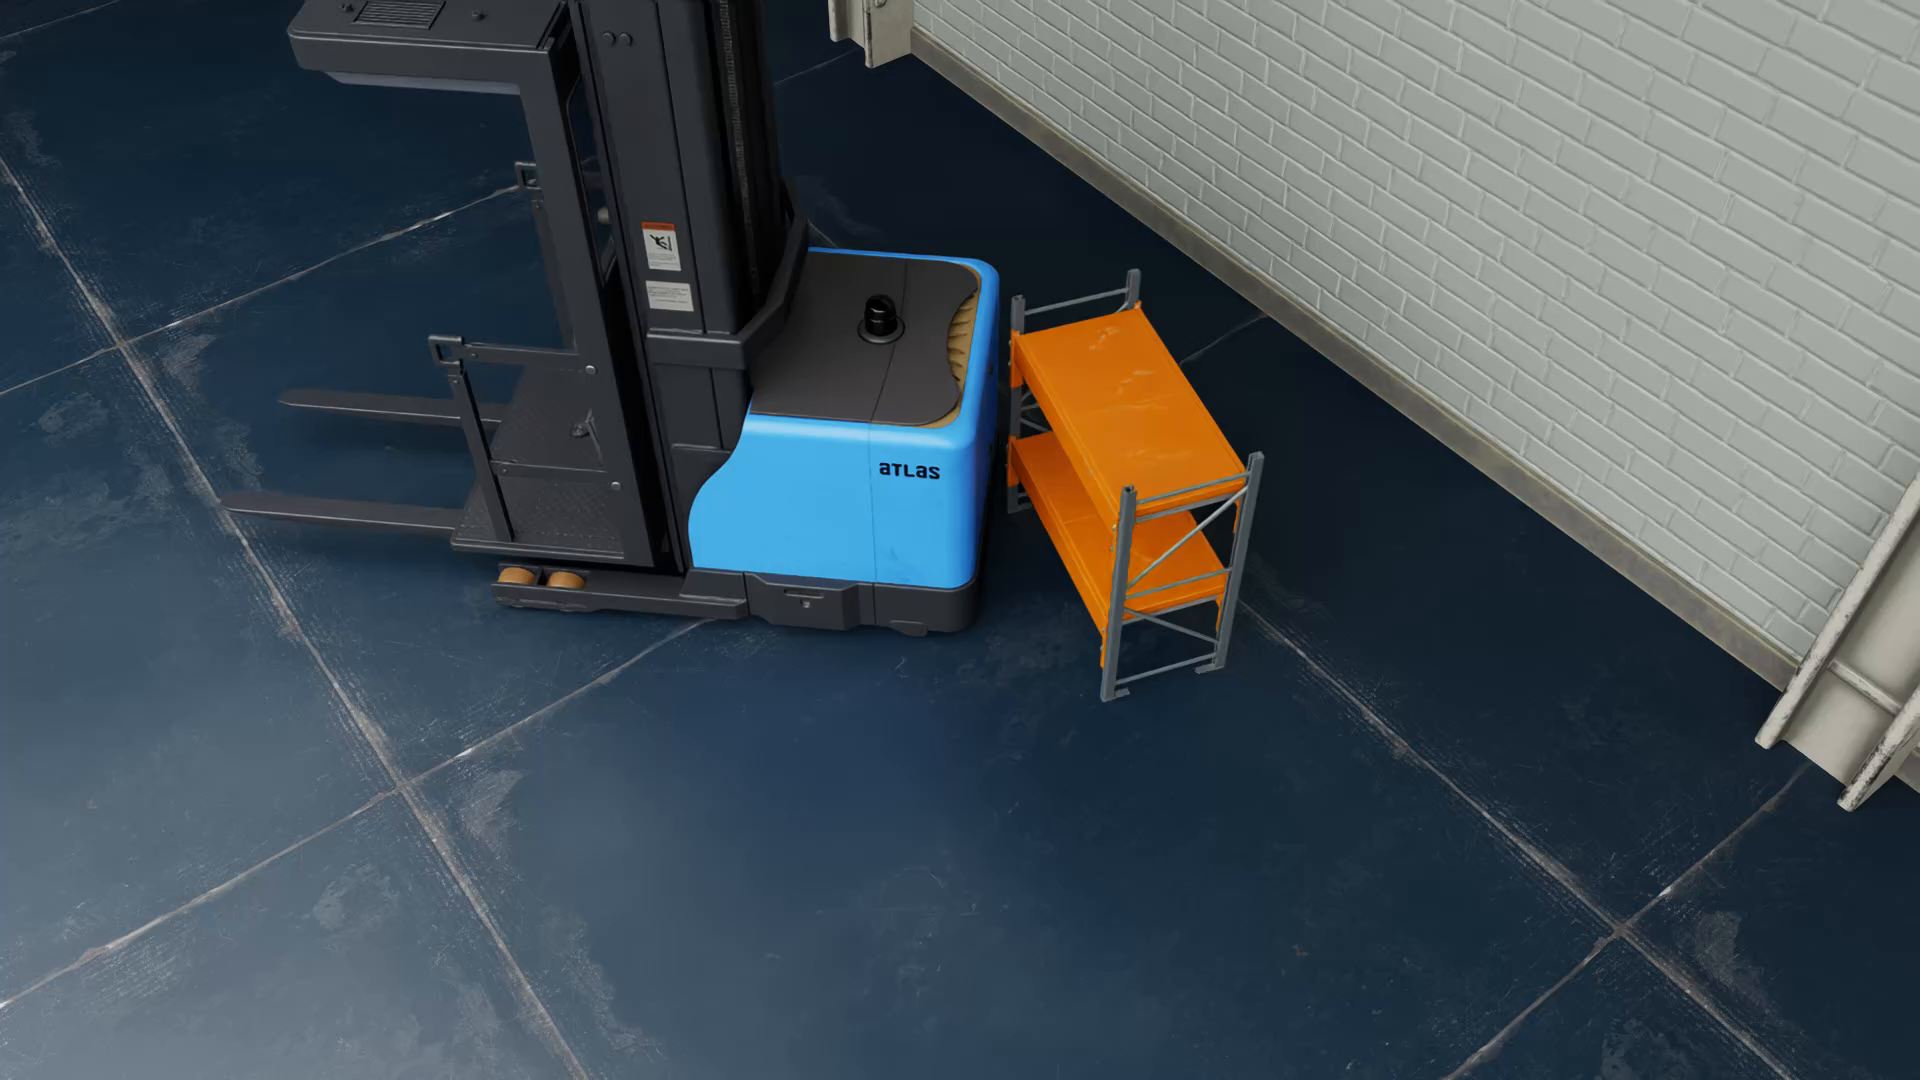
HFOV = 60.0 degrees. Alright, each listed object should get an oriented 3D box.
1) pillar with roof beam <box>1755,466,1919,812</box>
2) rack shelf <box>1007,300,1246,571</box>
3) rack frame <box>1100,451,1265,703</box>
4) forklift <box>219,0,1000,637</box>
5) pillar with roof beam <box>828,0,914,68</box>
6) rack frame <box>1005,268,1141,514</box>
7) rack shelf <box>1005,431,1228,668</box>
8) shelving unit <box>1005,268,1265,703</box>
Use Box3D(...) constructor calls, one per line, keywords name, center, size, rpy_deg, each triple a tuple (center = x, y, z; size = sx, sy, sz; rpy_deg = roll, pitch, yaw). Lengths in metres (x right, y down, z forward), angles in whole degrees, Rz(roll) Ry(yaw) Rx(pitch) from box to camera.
Box3D(name="pillar with roof beam", center=(-0.279, -0.313, 0.958), size=(9.100, 9.000, 0.400), rpy_deg=(-29, 54, -24))
Box3D(name="rack shelf", center=(0.596, -0.396, 5.954), size=(0.538, 0.278, 1.000), rpy_deg=(-15, 49, -13))
Box3D(name="rack frame", center=(0.764, 0.156, 5.848), size=(0.500, 1.125, 0.032), rpy_deg=(-15, 49, -13))
Box3D(name="forklift", center=(-1.390, -1.089, 5.758), size=(3.031, 2.935, 1.130), rpy_deg=(5, 48, 4))
Box3D(name="pillar with roof beam", center=(-3.912, -3.851, 4.166), size=(9.100, 9.000, 0.400), rpy_deg=(-29, 54, -24))
Box3D(name="rack frame", center=(0.427, -0.555, 6.492), size=(0.500, 1.125, 0.032), rpy_deg=(-15, 49, -13))
Box3D(name="rack shelf", center=(0.596, -0.035, 6.351), size=(0.538, 0.278, 1.000), rpy_deg=(-15, 49, -13))
Box3D(name="shelving unit", center=(0.596, -0.199, 6.170), size=(0.538, 1.125, 1.048), rpy_deg=(-15, 49, -13))
